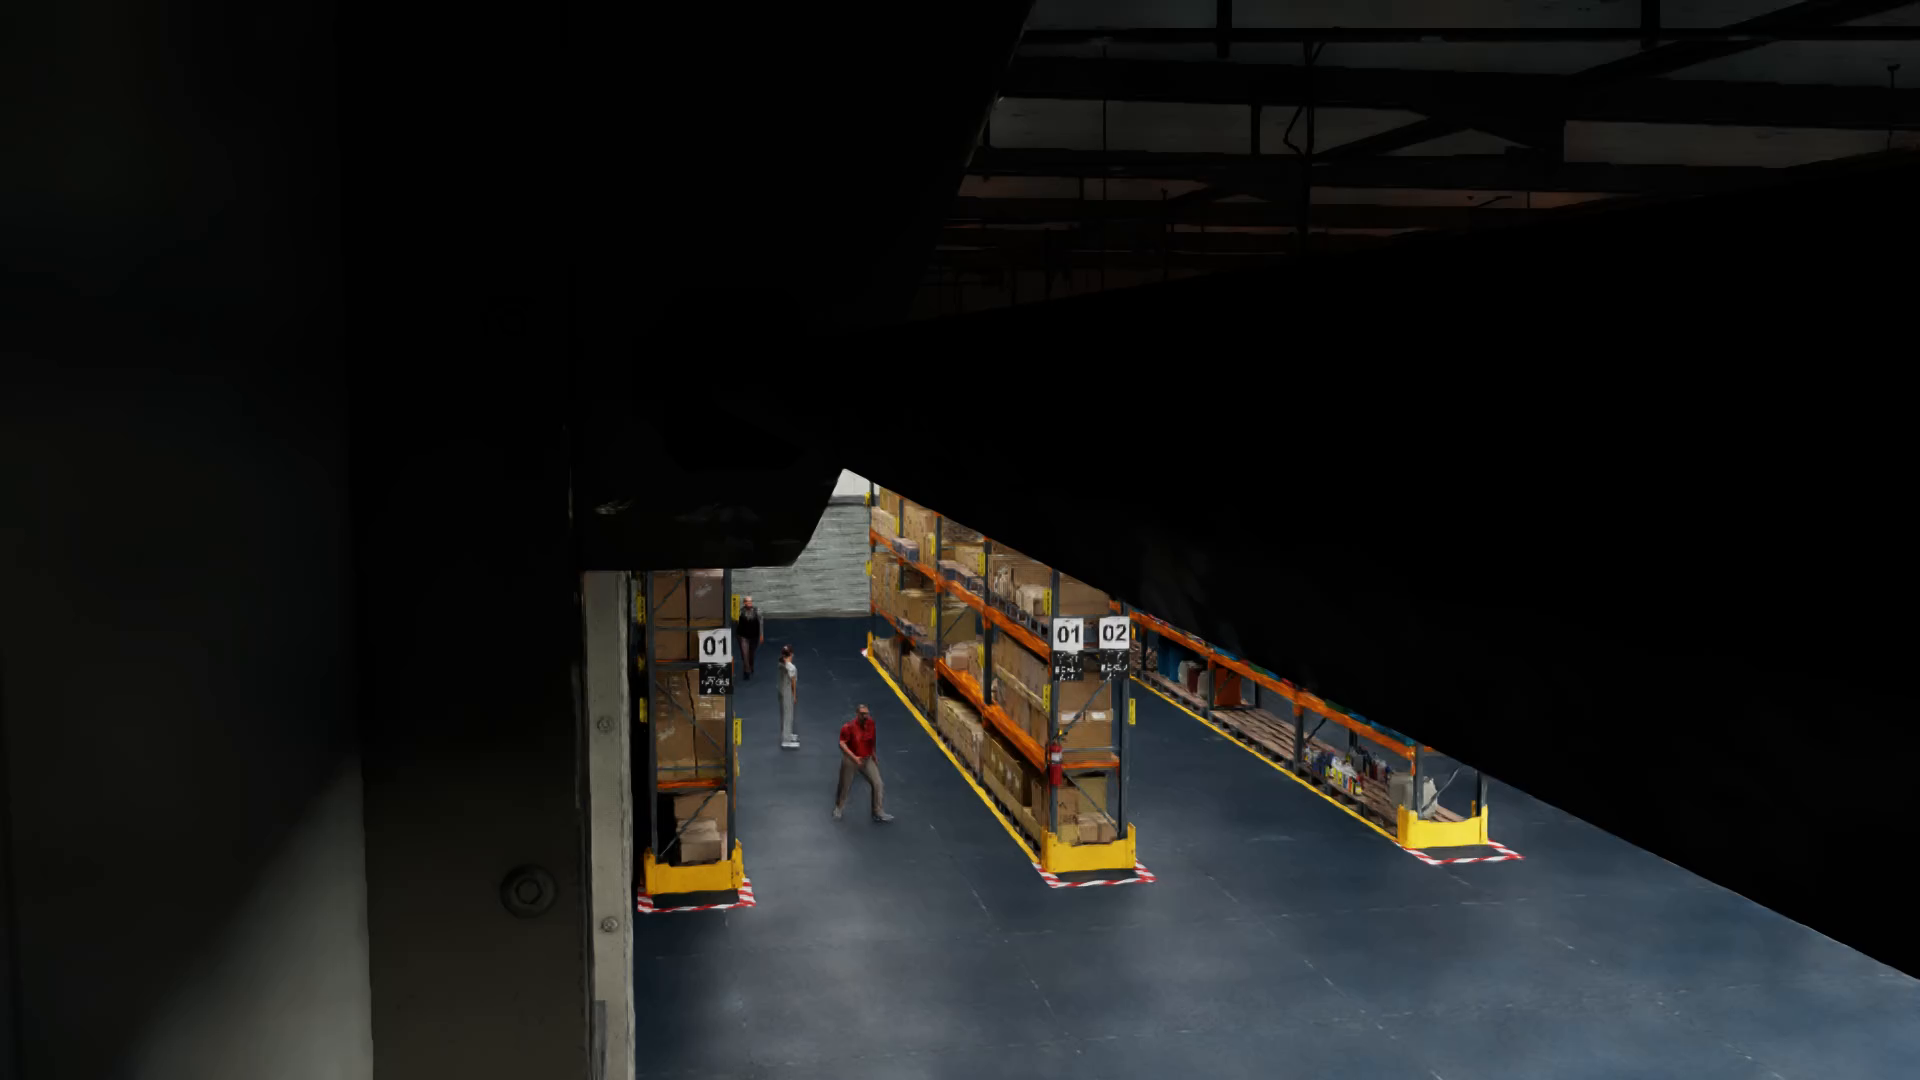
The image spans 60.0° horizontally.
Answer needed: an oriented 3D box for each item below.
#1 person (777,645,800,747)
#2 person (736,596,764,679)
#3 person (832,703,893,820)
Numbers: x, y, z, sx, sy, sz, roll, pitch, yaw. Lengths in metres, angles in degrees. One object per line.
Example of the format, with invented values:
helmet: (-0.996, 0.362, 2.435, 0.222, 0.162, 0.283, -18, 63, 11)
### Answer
person: (-2.841, 2.583, 27.790, 0.454, 1.679, 0.537, -4, 7, -35)
person: (-4.283, 1.959, 33.940, 0.553, 1.673, 1.030, -1, 6, -12)
person: (-1.421, 3.068, 23.219, 0.662, 1.648, 0.857, -3, 7, -27)
